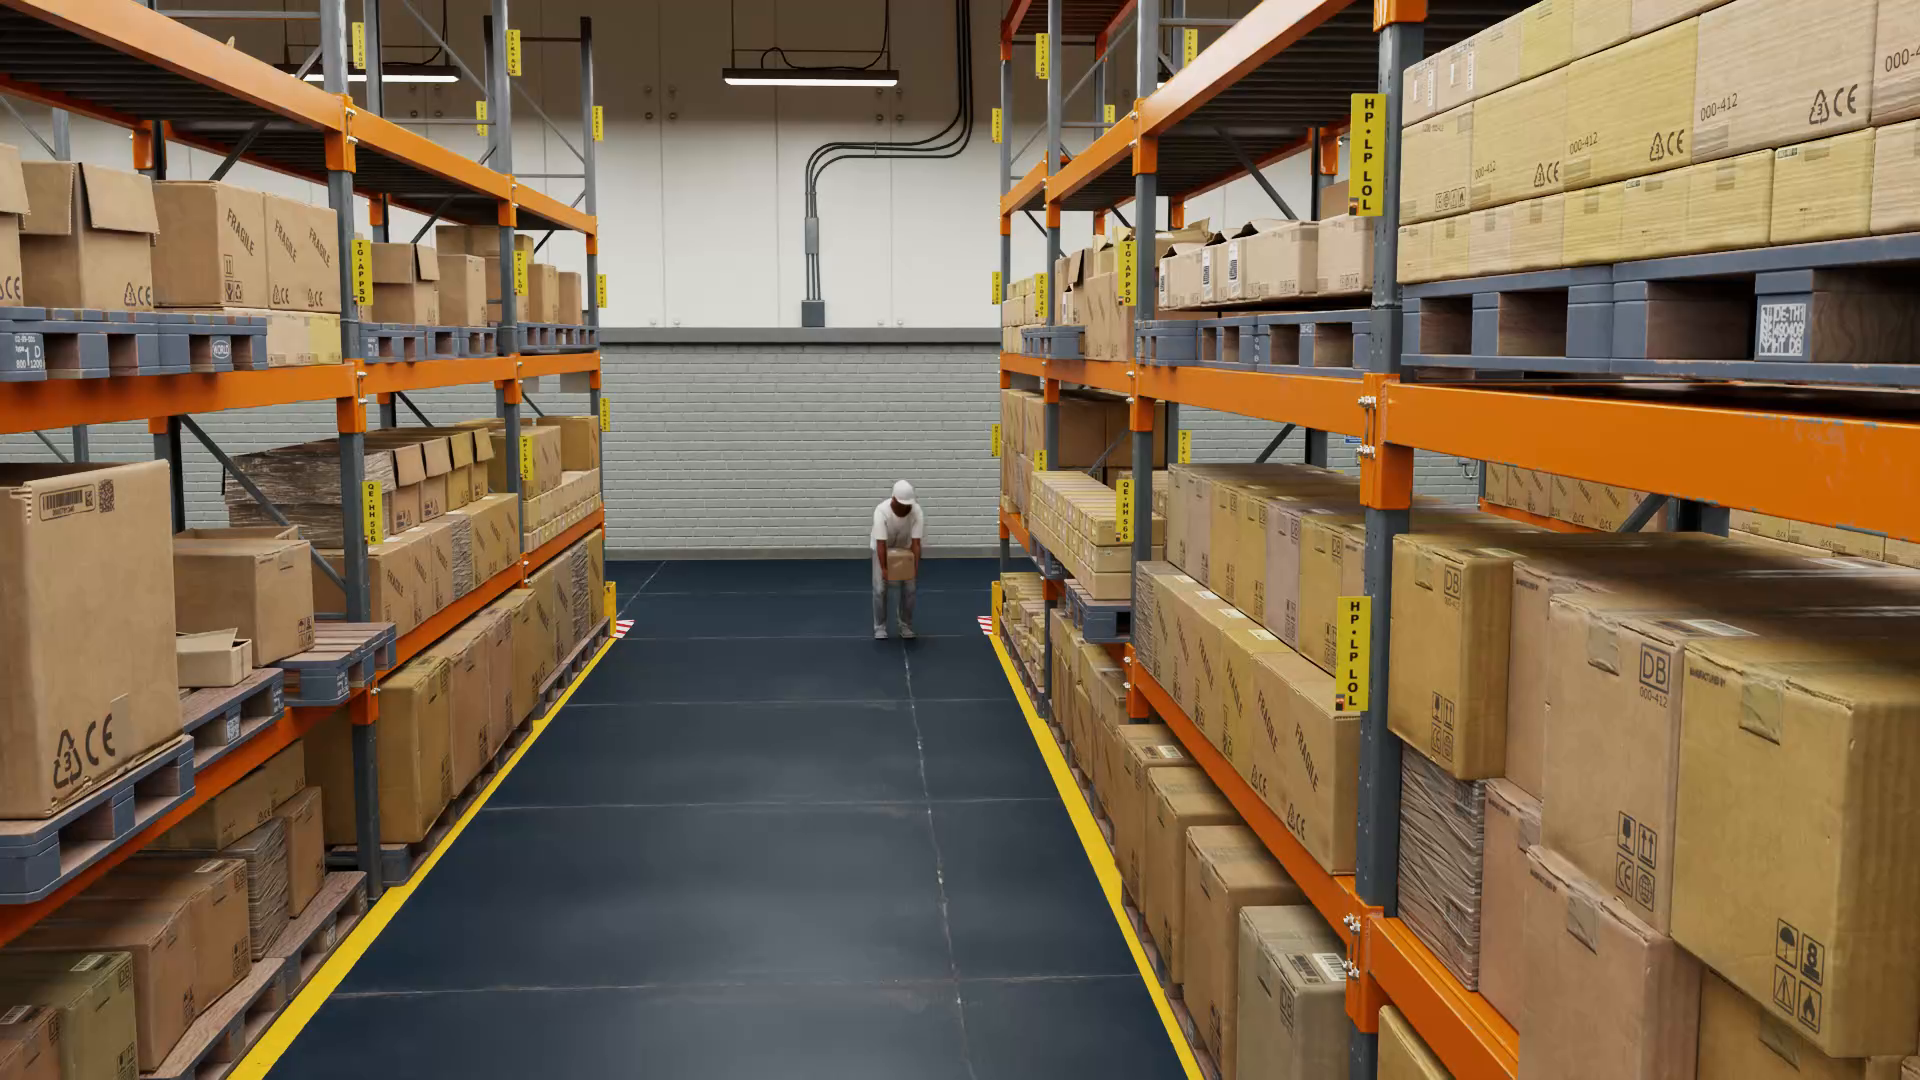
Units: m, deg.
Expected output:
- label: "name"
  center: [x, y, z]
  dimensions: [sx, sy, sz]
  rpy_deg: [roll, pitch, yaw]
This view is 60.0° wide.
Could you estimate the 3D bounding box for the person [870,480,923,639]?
- label: "person"
  center: [-0.605, 0.193, 16.264]
  dimensions: [0.488, 1.589, 0.762]
  rpy_deg: [-2, 7, -14]
